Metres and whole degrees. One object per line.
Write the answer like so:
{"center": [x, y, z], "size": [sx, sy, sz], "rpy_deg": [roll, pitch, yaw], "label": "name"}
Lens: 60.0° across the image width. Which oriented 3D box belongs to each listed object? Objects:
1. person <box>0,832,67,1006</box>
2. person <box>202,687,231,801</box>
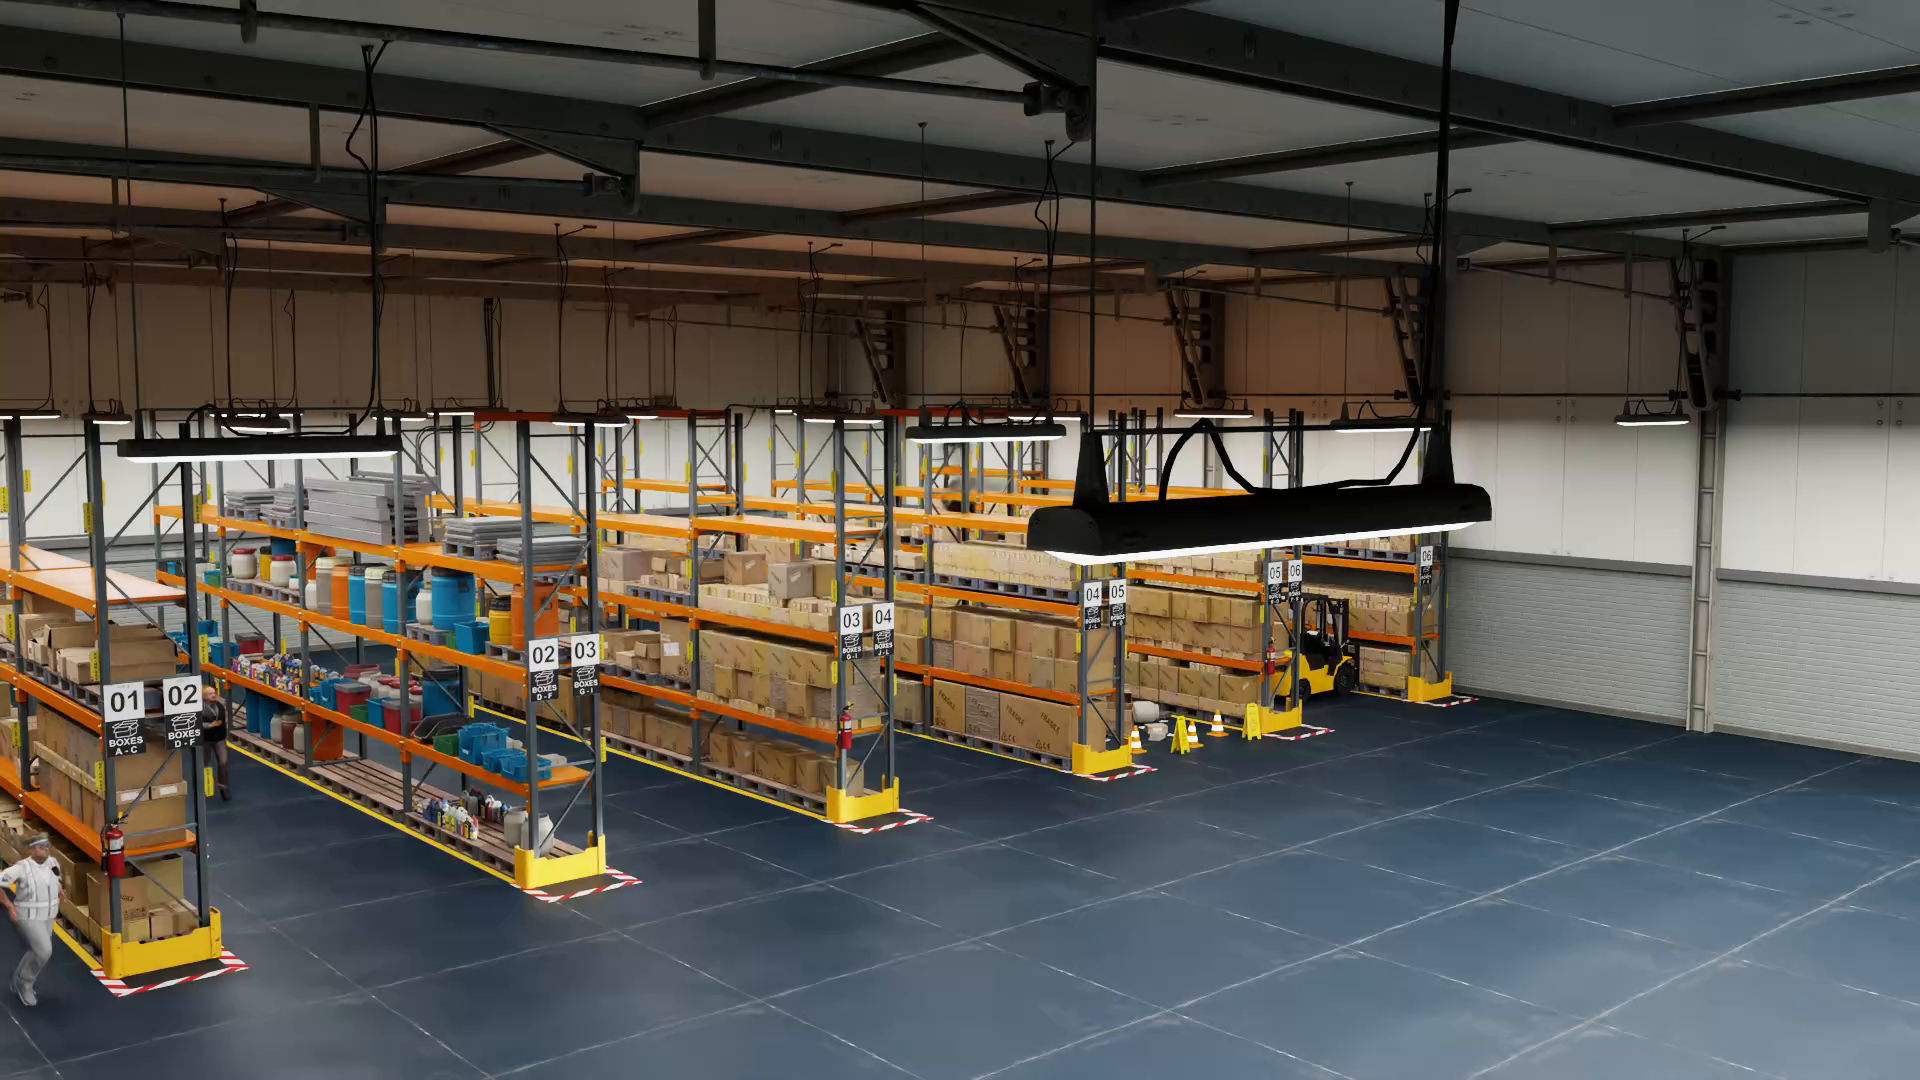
{"center": [-9.666, 3.948, 17.412], "size": [0.713, 1.788, 0.640], "rpy_deg": [2, 5, 18], "label": "person"}
{"center": [-11.736, 3.166, 26.034], "size": [0.901, 1.753, 0.635], "rpy_deg": [4, 7, 40], "label": "person"}
